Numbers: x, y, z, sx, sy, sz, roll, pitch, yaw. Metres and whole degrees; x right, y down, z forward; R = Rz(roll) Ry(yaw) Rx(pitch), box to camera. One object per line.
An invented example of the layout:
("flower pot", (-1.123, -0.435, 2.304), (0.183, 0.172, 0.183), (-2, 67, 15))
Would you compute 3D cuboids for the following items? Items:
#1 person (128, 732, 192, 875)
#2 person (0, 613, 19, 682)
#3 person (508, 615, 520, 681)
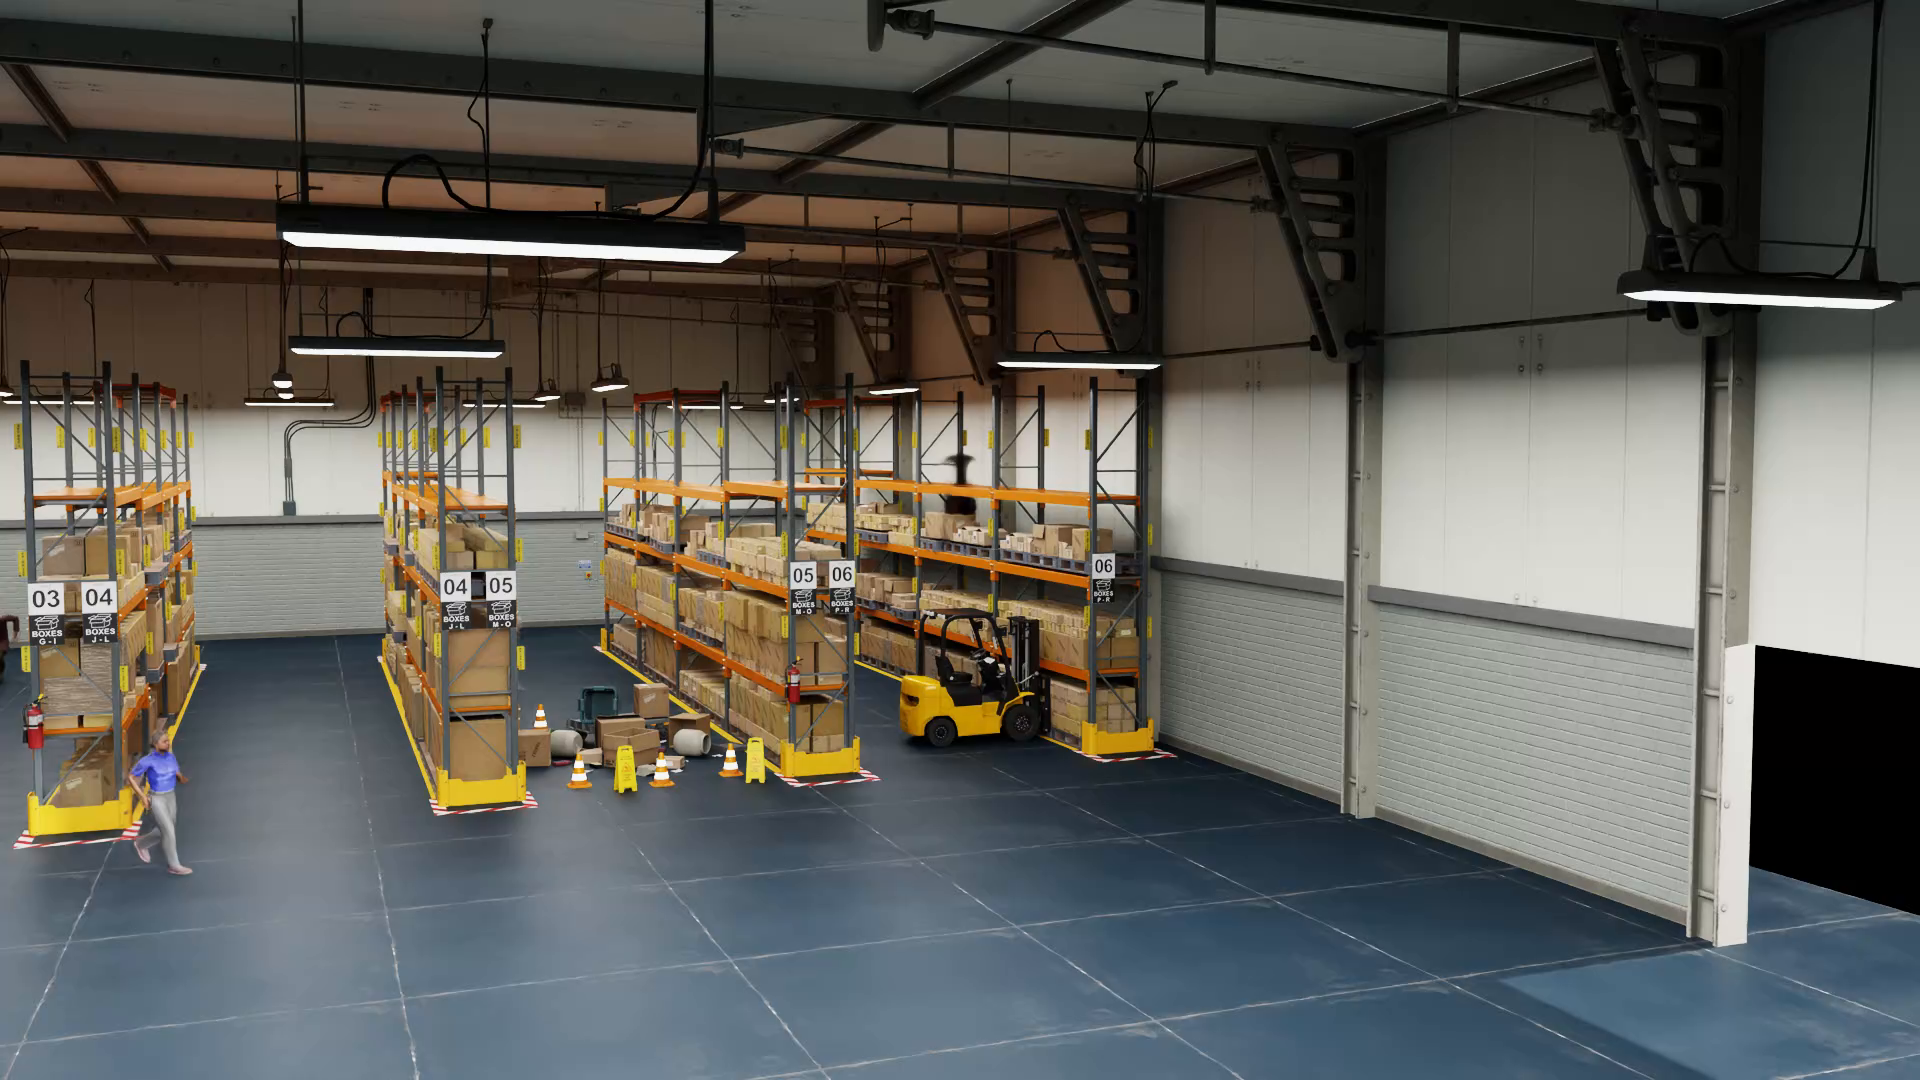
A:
("person", (-9.244, 3.016, 19.156), (0.858, 1.634, 0.588), (1, 4, 19))
("person", (-19.667, 2.146, 34.013), (0.743, 1.605, 0.976), (-1, 4, -20))
("person", (-9.389, 2.183, 34.389), (0.687, 1.527, 1.166), (0, 3, 2))
